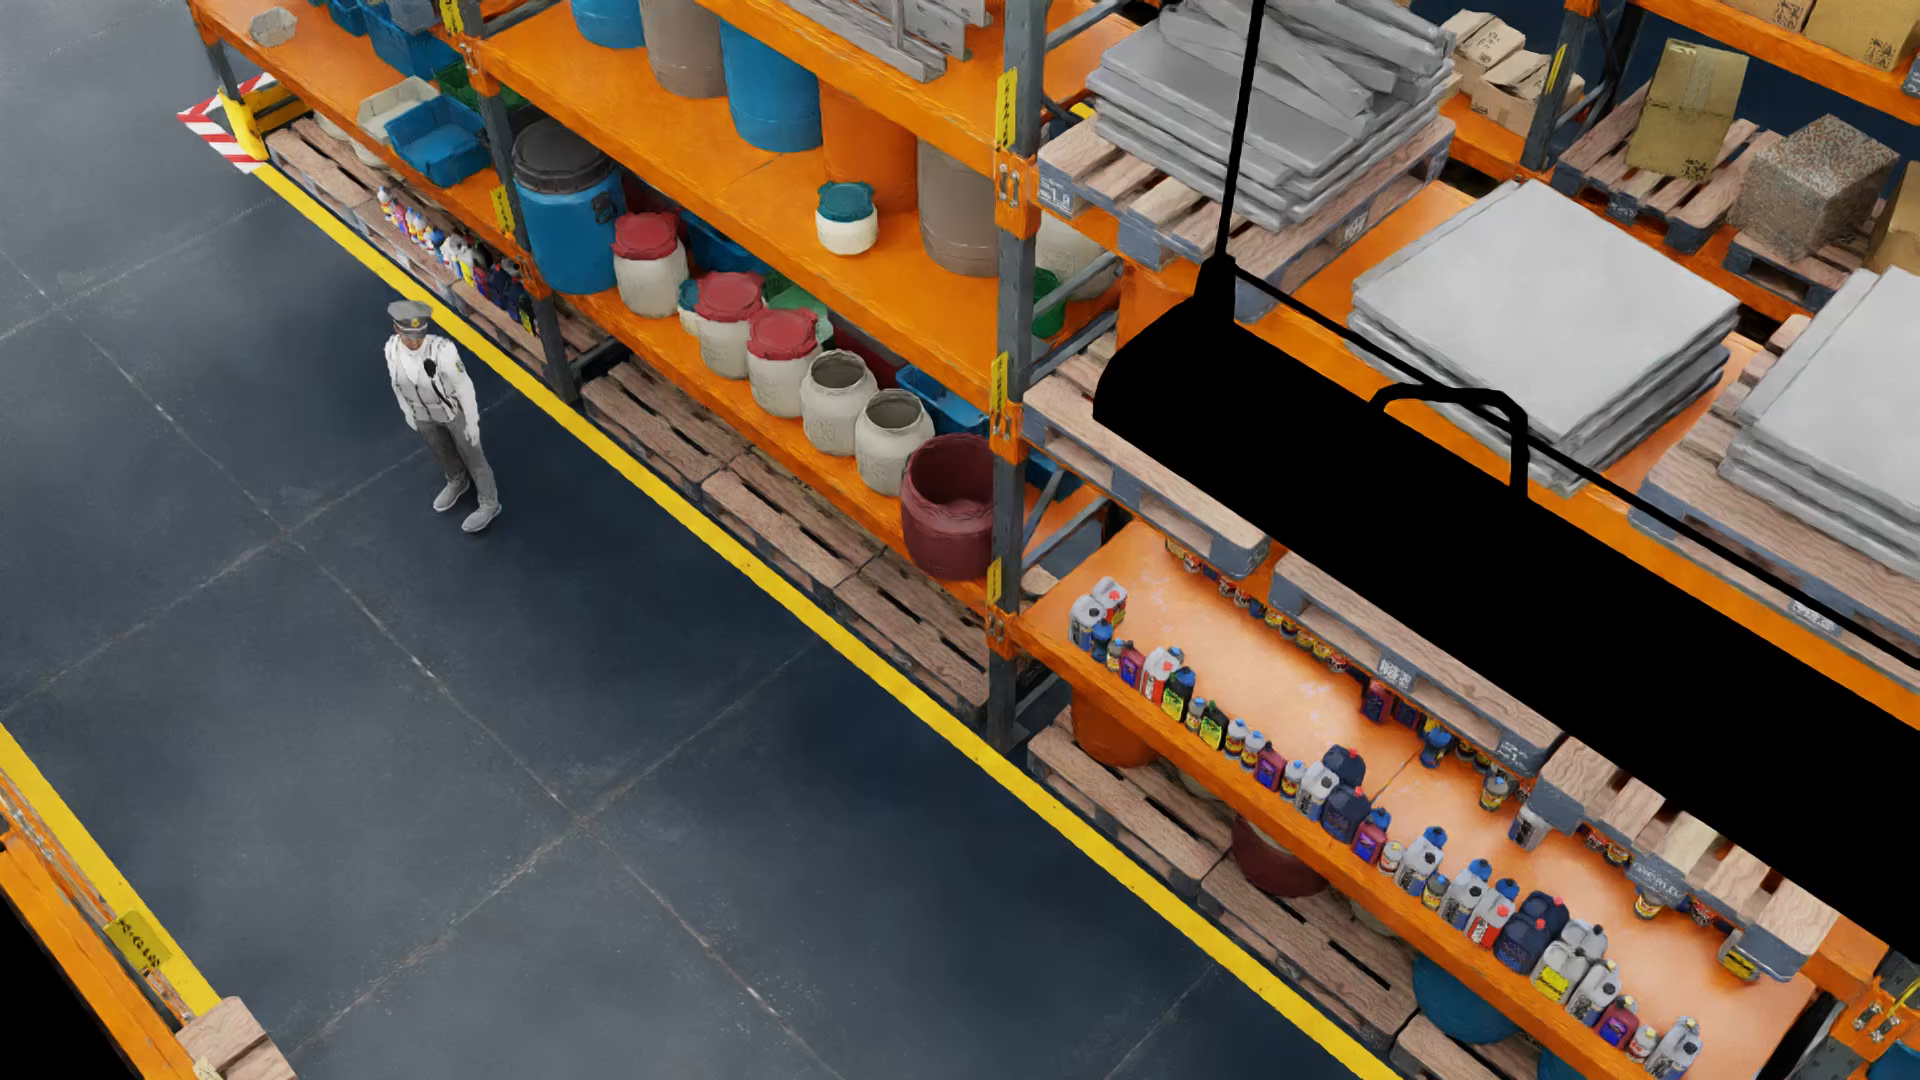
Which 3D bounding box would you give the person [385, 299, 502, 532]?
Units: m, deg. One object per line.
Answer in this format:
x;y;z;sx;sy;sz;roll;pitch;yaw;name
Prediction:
-3.101;-0.733;9.896;0.532;1.677;0.409;10;51;8;person
